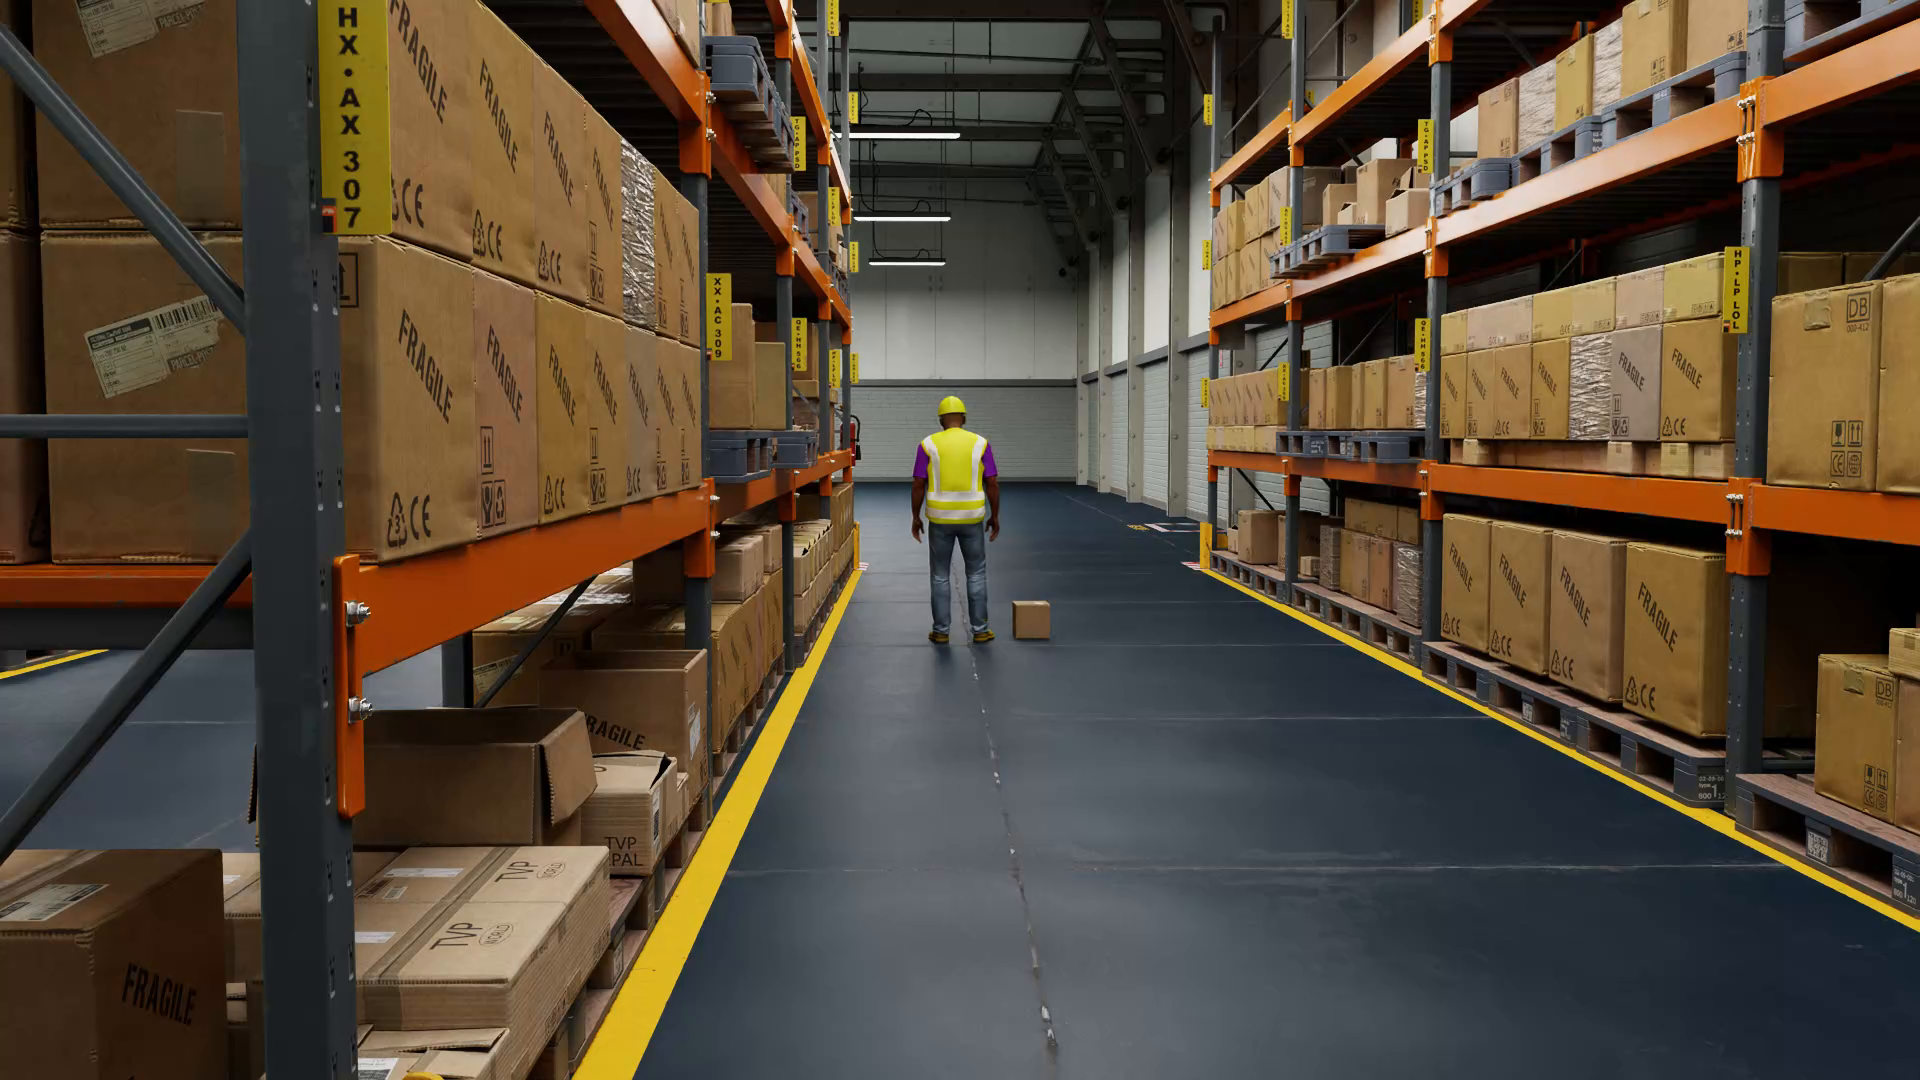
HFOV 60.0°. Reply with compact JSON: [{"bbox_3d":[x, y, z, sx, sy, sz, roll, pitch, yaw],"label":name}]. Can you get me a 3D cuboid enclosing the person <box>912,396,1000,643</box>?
[{"bbox_3d":[-0.030,-0.152,11.939,0.635,1.760,0.462,0,4,-3],"label":"person"}]
